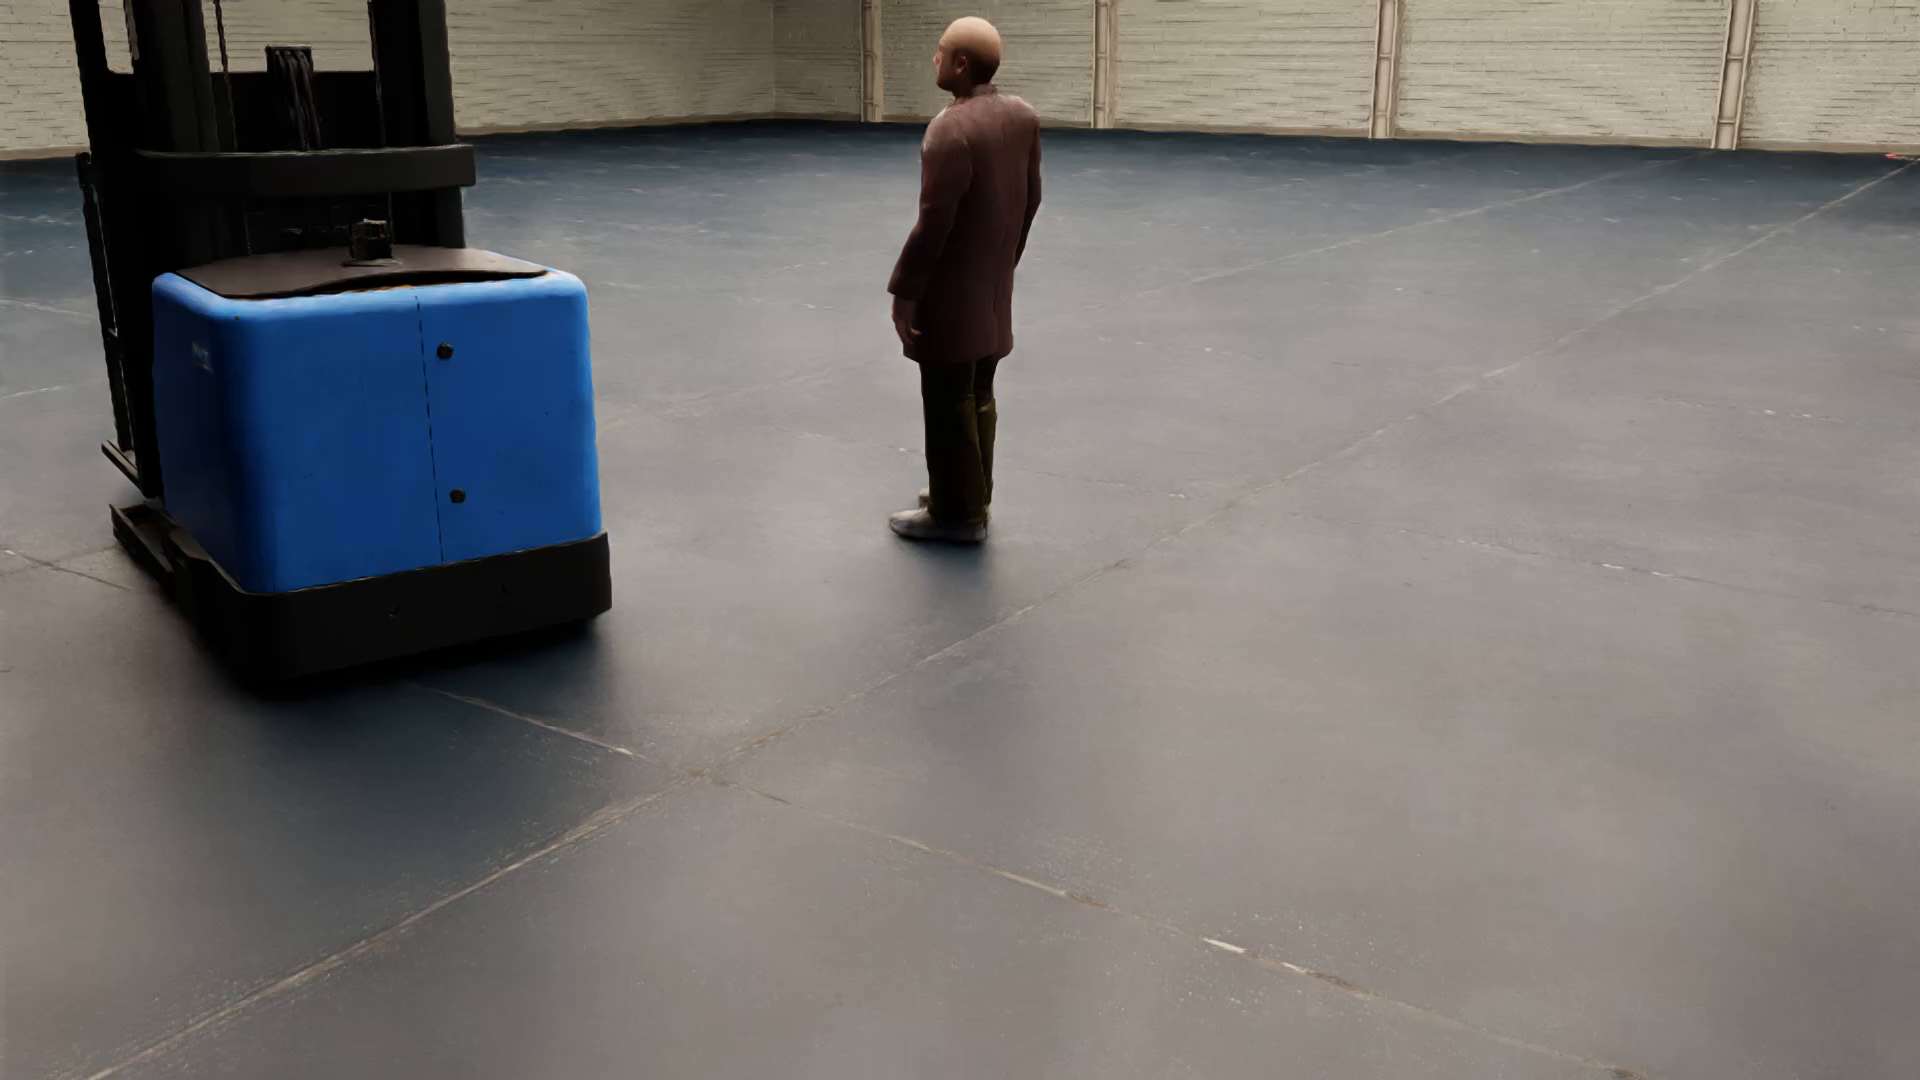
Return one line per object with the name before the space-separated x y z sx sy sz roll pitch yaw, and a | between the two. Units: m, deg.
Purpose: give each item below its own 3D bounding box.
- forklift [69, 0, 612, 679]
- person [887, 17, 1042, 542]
forklift | -2.316 -1.390 5.481 1.130 2.935 3.031 -12 20 -34
person | -0.073 -0.832 5.758 0.580 1.687 0.694 11 20 33
